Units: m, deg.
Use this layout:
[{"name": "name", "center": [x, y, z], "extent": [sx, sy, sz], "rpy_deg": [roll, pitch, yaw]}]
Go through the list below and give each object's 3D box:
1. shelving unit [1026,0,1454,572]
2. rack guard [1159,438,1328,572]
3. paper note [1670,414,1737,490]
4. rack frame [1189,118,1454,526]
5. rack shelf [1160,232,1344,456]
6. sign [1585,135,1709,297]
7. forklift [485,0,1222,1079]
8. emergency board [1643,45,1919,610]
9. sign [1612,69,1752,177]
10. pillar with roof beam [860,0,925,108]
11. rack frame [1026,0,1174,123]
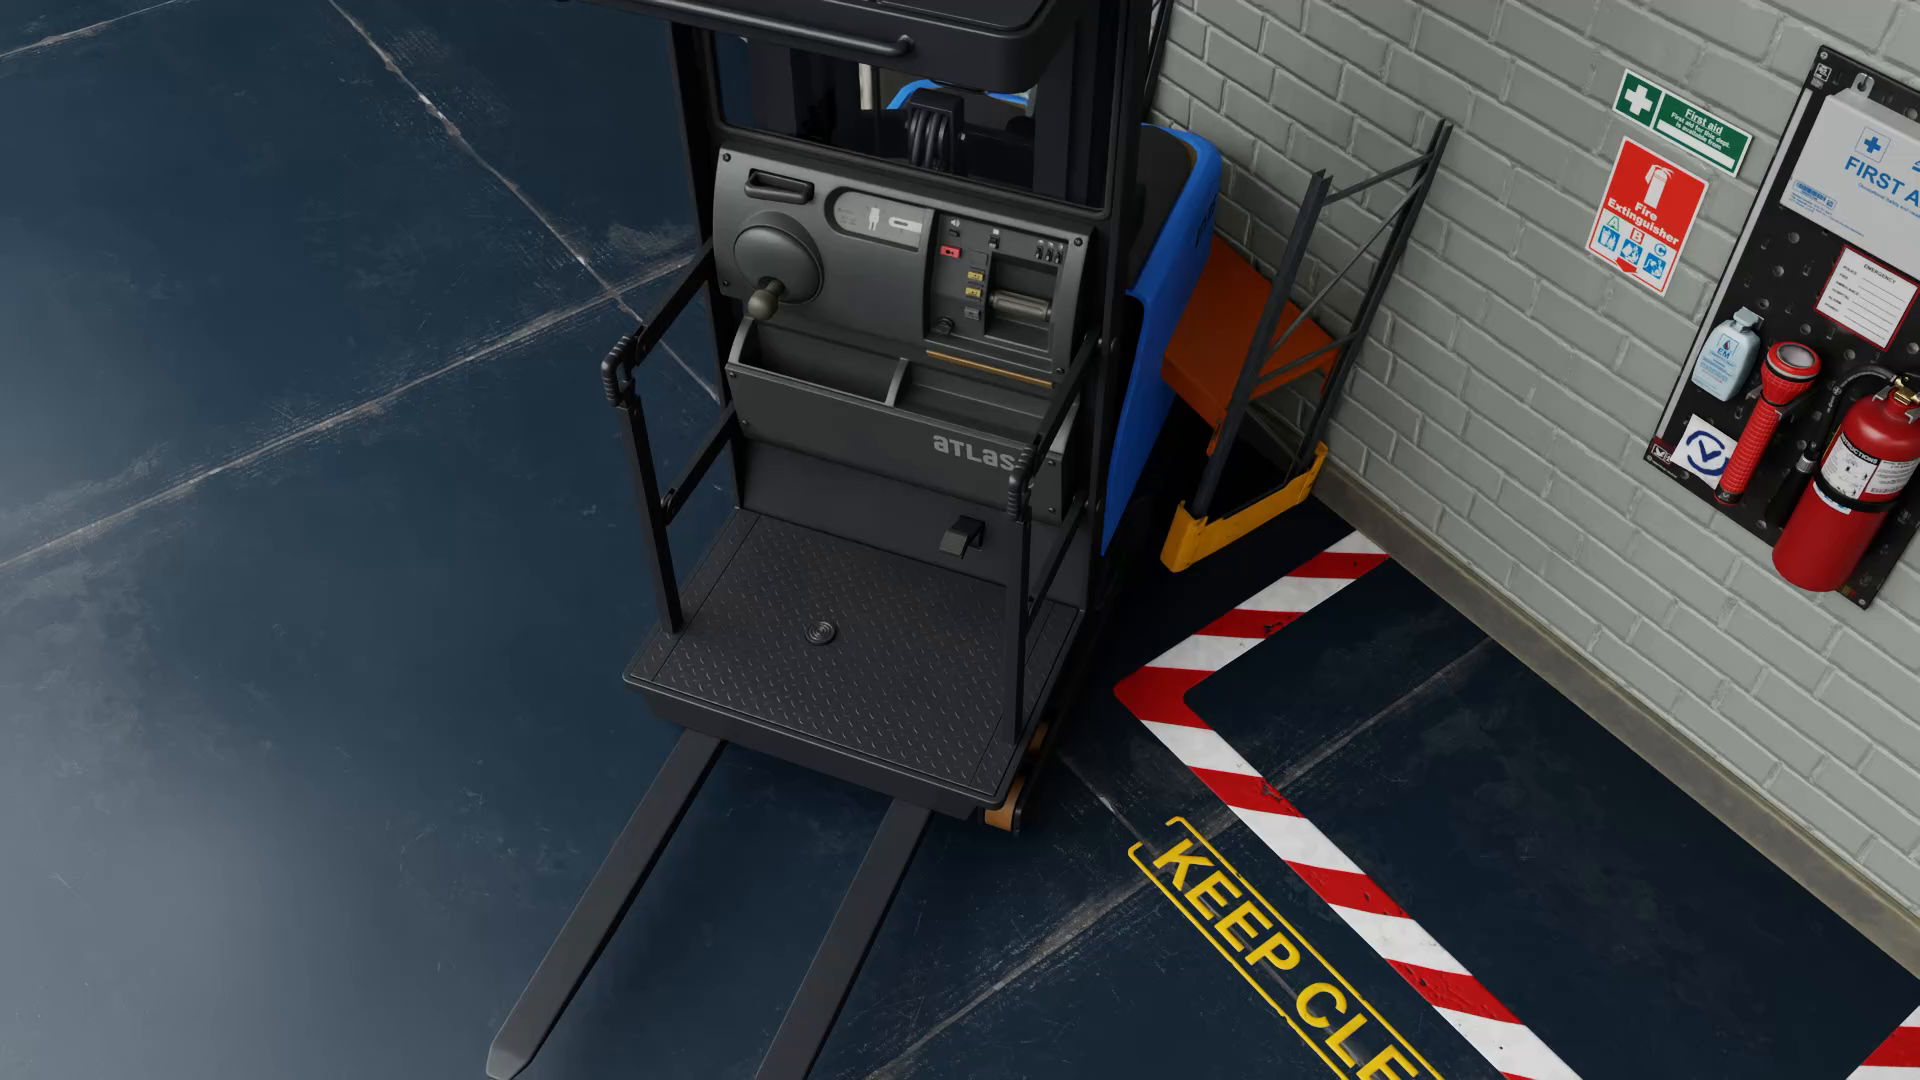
[{"name": "shelving unit", "center": [0.674, -0.841, 4.933], "extent": [0.587, 1.500, 1.083], "rpy_deg": [-26, 60, -27]}, {"name": "rack guard", "center": [0.887, -0.115, 5.189], "extent": [0.587, 0.250, 0.087], "rpy_deg": [-26, 60, -27]}, {"name": "paper note", "center": [1.799, -0.209, 4.009], "extent": [0.016, 0.148, 0.142], "rpy_deg": [-29, 54, -24]}, {"name": "rack frame", "center": [0.967, -0.506, 4.708], "extent": [0.500, 1.500, 0.032], "rpy_deg": [-26, 60, -27]}, {"name": "rack shelf", "center": [0.646, -0.735, 5.075], "extent": [0.538, 0.185, 1.000], "rpy_deg": [-26, 60, -27]}, {"name": "sign", "center": [1.598, -0.753, 3.884], "extent": [0.001, 0.329, 0.234], "rpy_deg": [-29, 54, -24]}, {"name": "forklift", "center": [-0.229, -0.555, 3.775], "extent": [1.130, 2.935, 3.031], "rpy_deg": [16, 50, 14]}, {"name": "emergency board", "center": [1.851, -0.369, 3.560], "extent": [0.194, 1.169, 0.643], "rpy_deg": [-29, 54, -24]}, {"name": "sign", "center": [1.594, -0.925, 3.682], "extent": [0.001, 0.109, 0.331], "rpy_deg": [-29, 54, -24]}, {"name": "pillar with roof beam", "center": [-3.742, -2.517, 1.458], "extent": [9.100, 9.000, 0.400], "rpy_deg": [-29, 54, -24]}, {"name": "rack frame", "center": [0.370, -1.190, 5.166], "extent": [0.500, 1.500, 0.032], "rpy_deg": [-26, 60, -27]}]
